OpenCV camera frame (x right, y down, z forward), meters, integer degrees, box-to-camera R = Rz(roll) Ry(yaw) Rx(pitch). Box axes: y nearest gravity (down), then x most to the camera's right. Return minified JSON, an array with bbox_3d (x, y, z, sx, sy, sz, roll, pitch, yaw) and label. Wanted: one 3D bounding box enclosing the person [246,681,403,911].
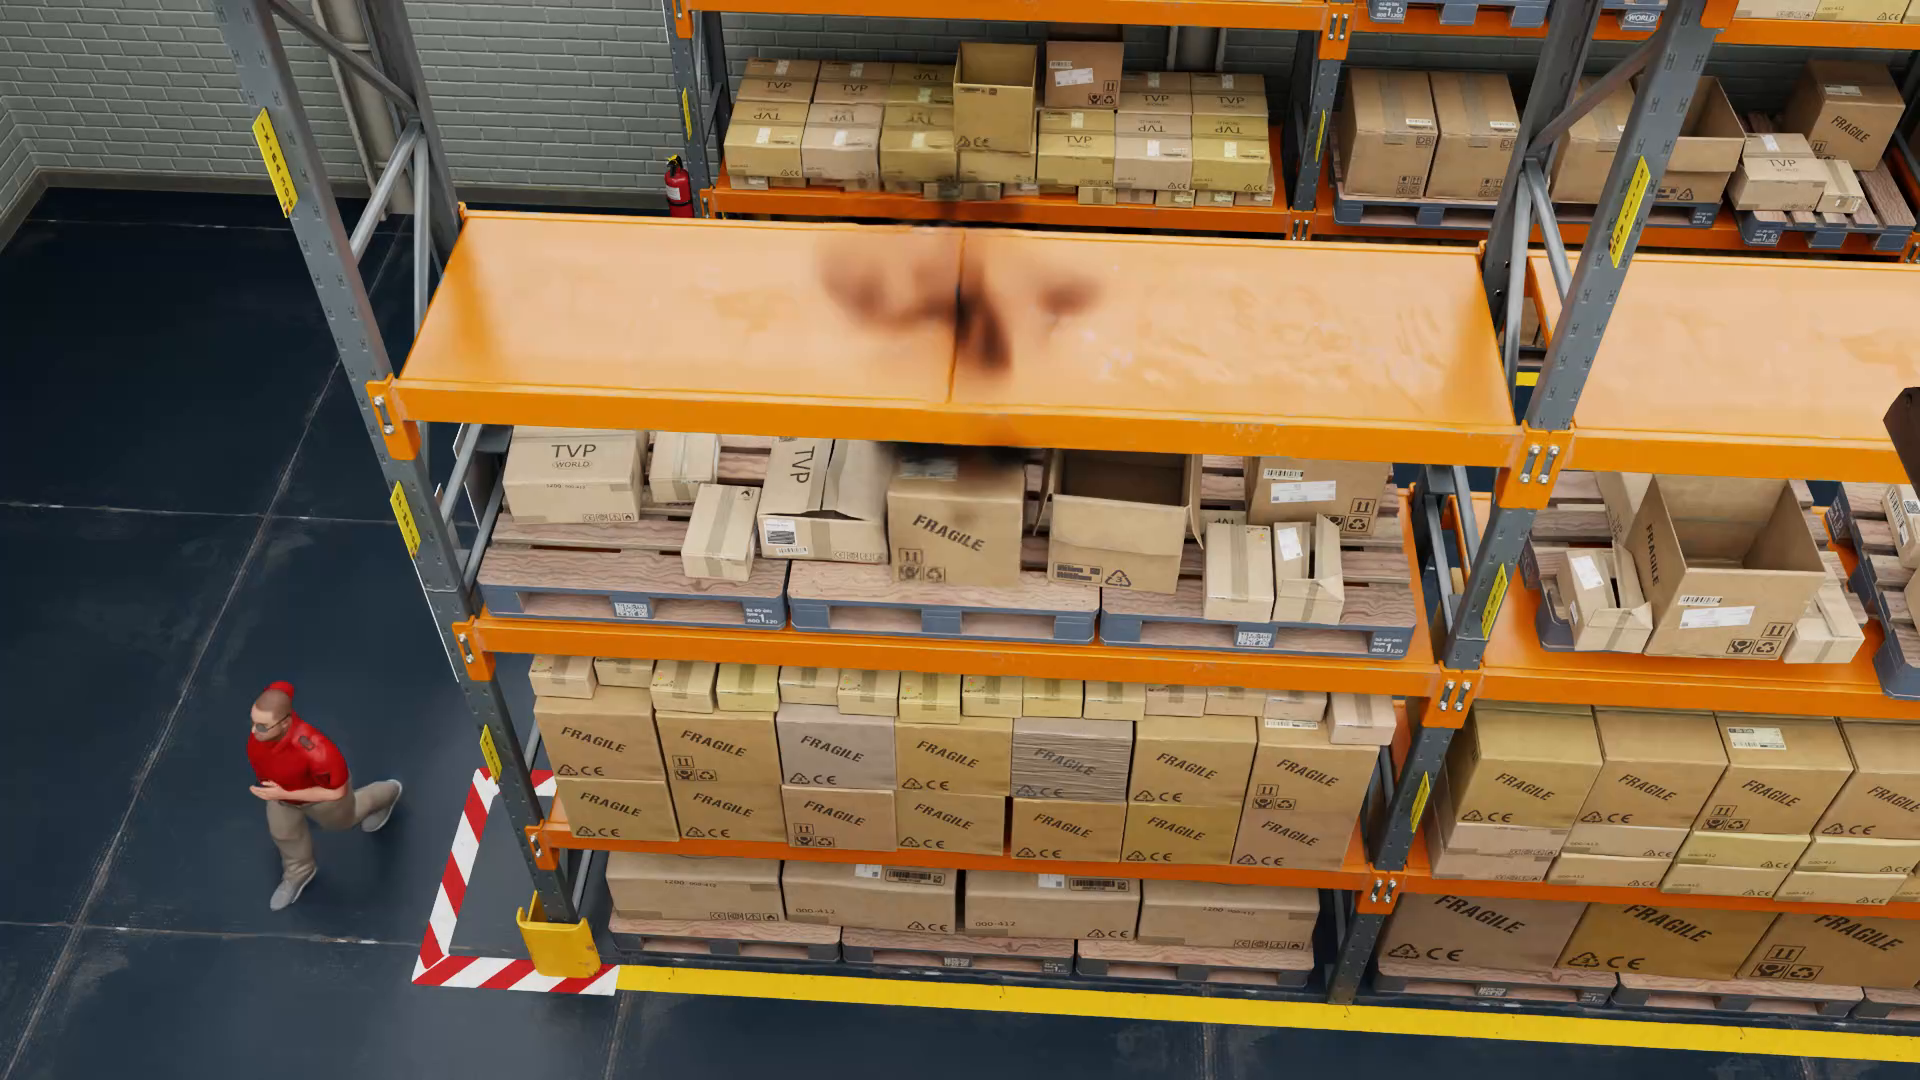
[{"bbox_3d":[-3.241,1.260,8.485,0.674,1.754,0.890,25,53,21],"label":"person"}]
